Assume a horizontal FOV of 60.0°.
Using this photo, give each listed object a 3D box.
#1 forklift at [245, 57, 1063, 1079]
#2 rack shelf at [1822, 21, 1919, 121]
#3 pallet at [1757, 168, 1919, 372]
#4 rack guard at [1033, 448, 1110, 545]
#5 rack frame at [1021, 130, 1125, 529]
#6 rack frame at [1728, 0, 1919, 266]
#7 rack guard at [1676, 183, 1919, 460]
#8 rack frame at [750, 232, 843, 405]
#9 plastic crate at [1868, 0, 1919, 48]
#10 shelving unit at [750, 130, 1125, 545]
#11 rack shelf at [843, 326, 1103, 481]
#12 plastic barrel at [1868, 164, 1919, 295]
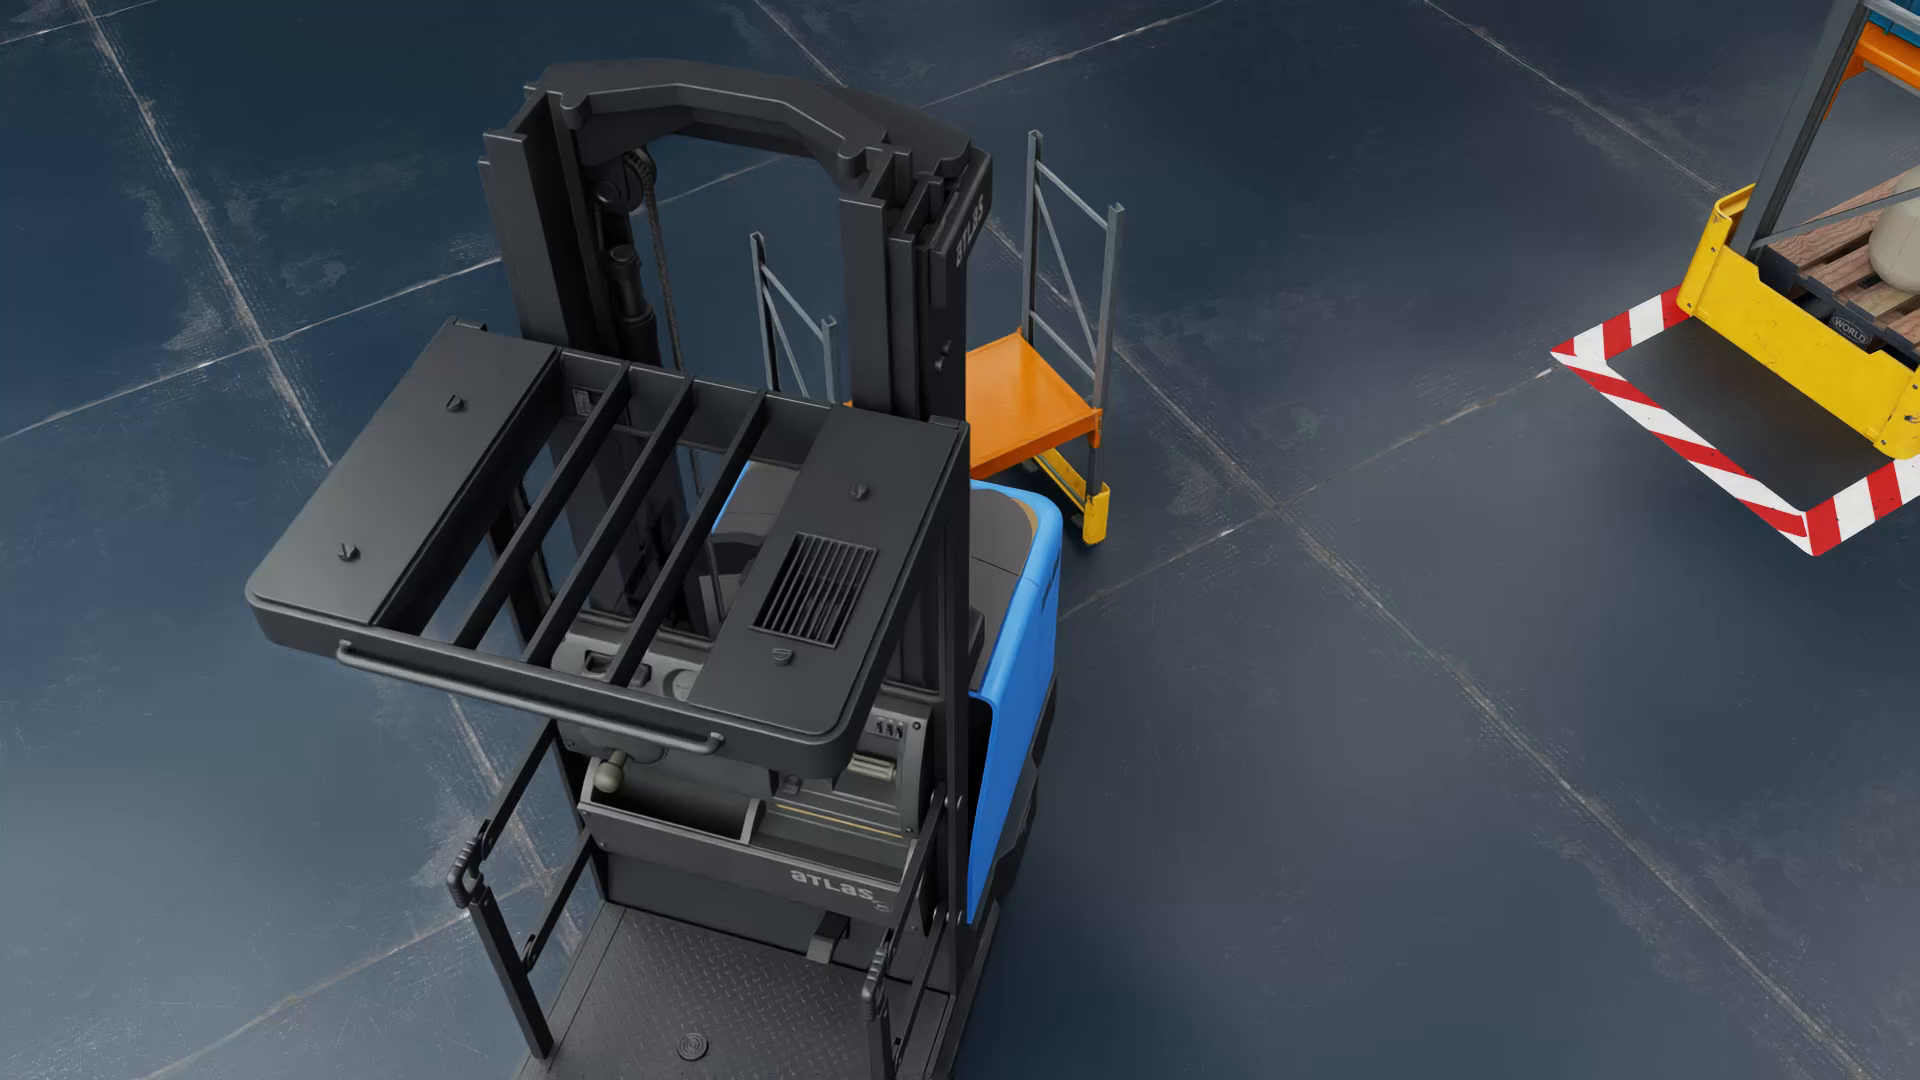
[{"bbox_3d":[-0.586,0.568,3.782,1.130,2.935,3.031,12,49,11],"label":"forklift"},{"bbox_3d":[5.168,-2.229,6.708,4.000,0.370,1.077,-25,53,-21],"label":"rack shelf"},{"bbox_3d":[4.205,-1.125,7.110,1.213,0.211,1.003,-25,53,-21],"label":"pallet"},{"bbox_3d":[0.366,-0.263,6.317,0.087,0.250,0.587,-25,53,-20],"label":"rack guard"},{"bbox_3d":[0.367,-0.679,5.851,0.032,1.500,0.500,-25,53,-20],"label":"rack frame"},{"bbox_3d":[3.476,-1.672,5.730,0.127,3.000,1.000,-25,53,-21],"label":"rack frame"},{"bbox_3d":[3.516,-0.900,6.717,0.348,0.500,1.175,-25,53,-21],"label":"rack guard"},{"bbox_3d":[-0.498,-0.280,5.495,0.032,1.500,0.500,-25,53,-20],"label":"rack frame"},{"bbox_3d":[3.740,-2.011,6.132,0.616,0.251,0.499,-25,53,-21],"label":"plastic crate"},{"bbox_3d":[-0.058,-0.483,5.676,1.083,1.500,0.587,-25,53,-20],"label":"shelving unit"},{"bbox_3d":[-0.065,-0.360,5.807,1.000,0.185,0.538,-25,53,-20],"label":"rack shelf"},{"bbox_3d":[3.992,-1.294,6.779,0.421,0.512,0.421,0,48,0],"label":"plastic barrel"}]
